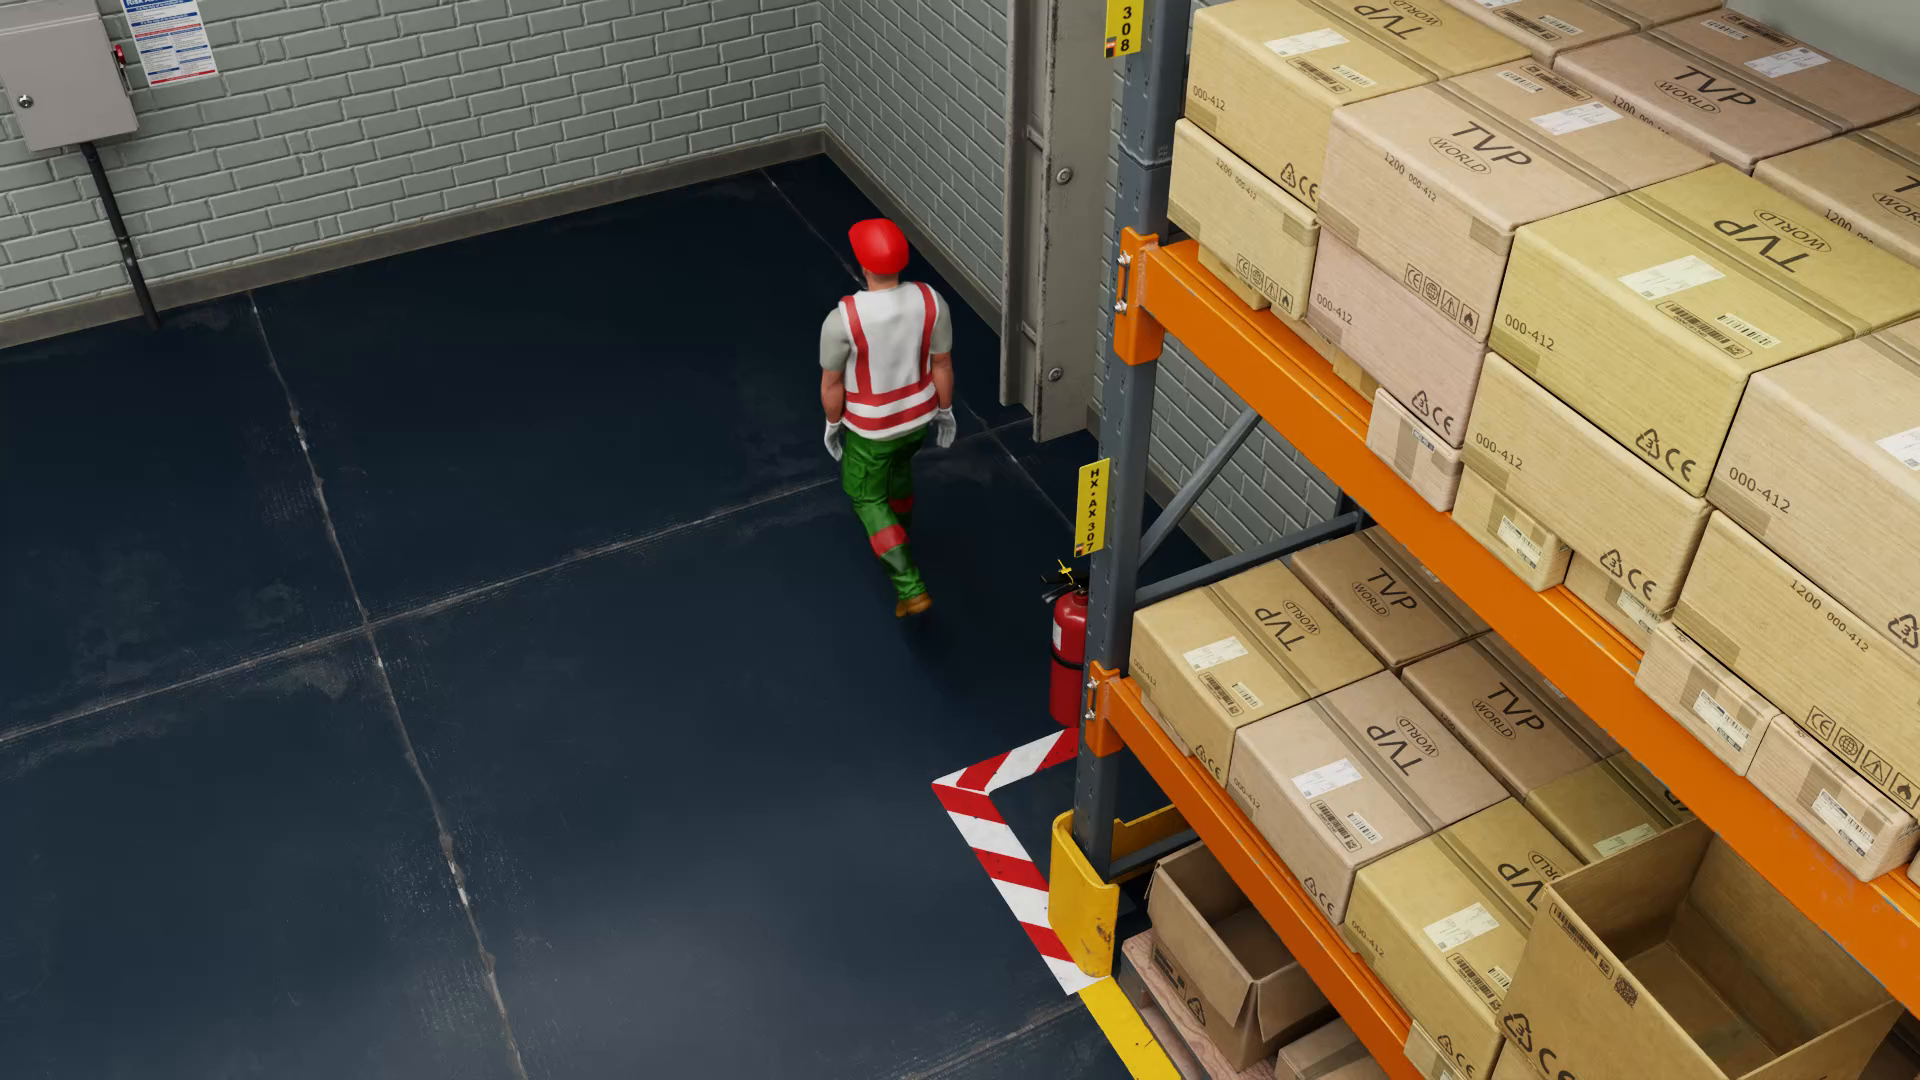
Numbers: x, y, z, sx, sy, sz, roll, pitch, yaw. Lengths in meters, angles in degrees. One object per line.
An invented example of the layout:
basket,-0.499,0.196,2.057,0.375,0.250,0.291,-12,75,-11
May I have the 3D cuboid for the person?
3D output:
person,-0.273,-0.475,6.678,0.542,1.763,0.911,-18,44,-20
